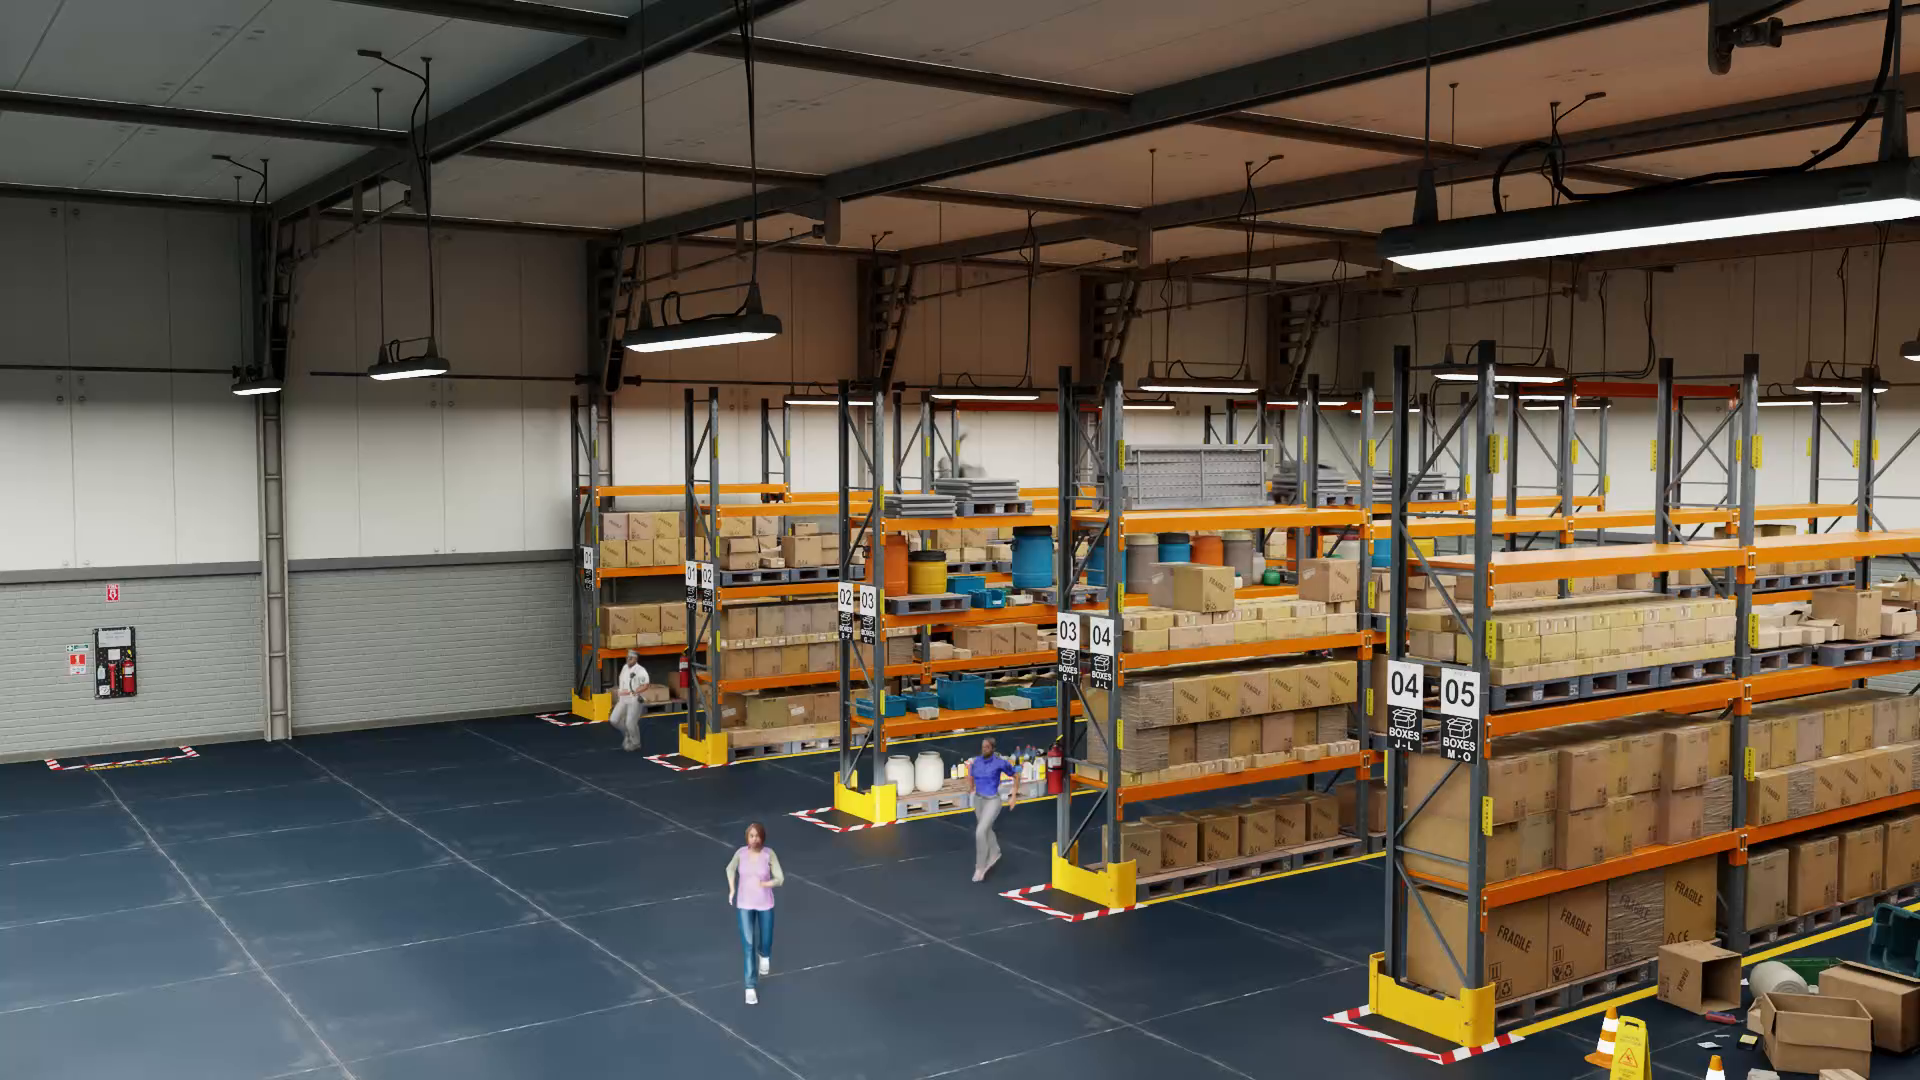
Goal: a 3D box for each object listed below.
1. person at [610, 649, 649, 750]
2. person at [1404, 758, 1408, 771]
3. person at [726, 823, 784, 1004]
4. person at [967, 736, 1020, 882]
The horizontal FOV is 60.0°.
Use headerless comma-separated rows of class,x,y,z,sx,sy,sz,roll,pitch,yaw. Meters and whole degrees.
person,-5.444,2.650,27.568,0.667,1.717,0.578,2,4,33
person,6.541,2.839,24.367,0.578,1.746,0.660,-2,4,-33
person,-1.909,3.418,15.492,0.540,1.580,0.877,0,3,-6
person,0.372,3.166,19.705,0.609,1.706,0.758,3,4,40
